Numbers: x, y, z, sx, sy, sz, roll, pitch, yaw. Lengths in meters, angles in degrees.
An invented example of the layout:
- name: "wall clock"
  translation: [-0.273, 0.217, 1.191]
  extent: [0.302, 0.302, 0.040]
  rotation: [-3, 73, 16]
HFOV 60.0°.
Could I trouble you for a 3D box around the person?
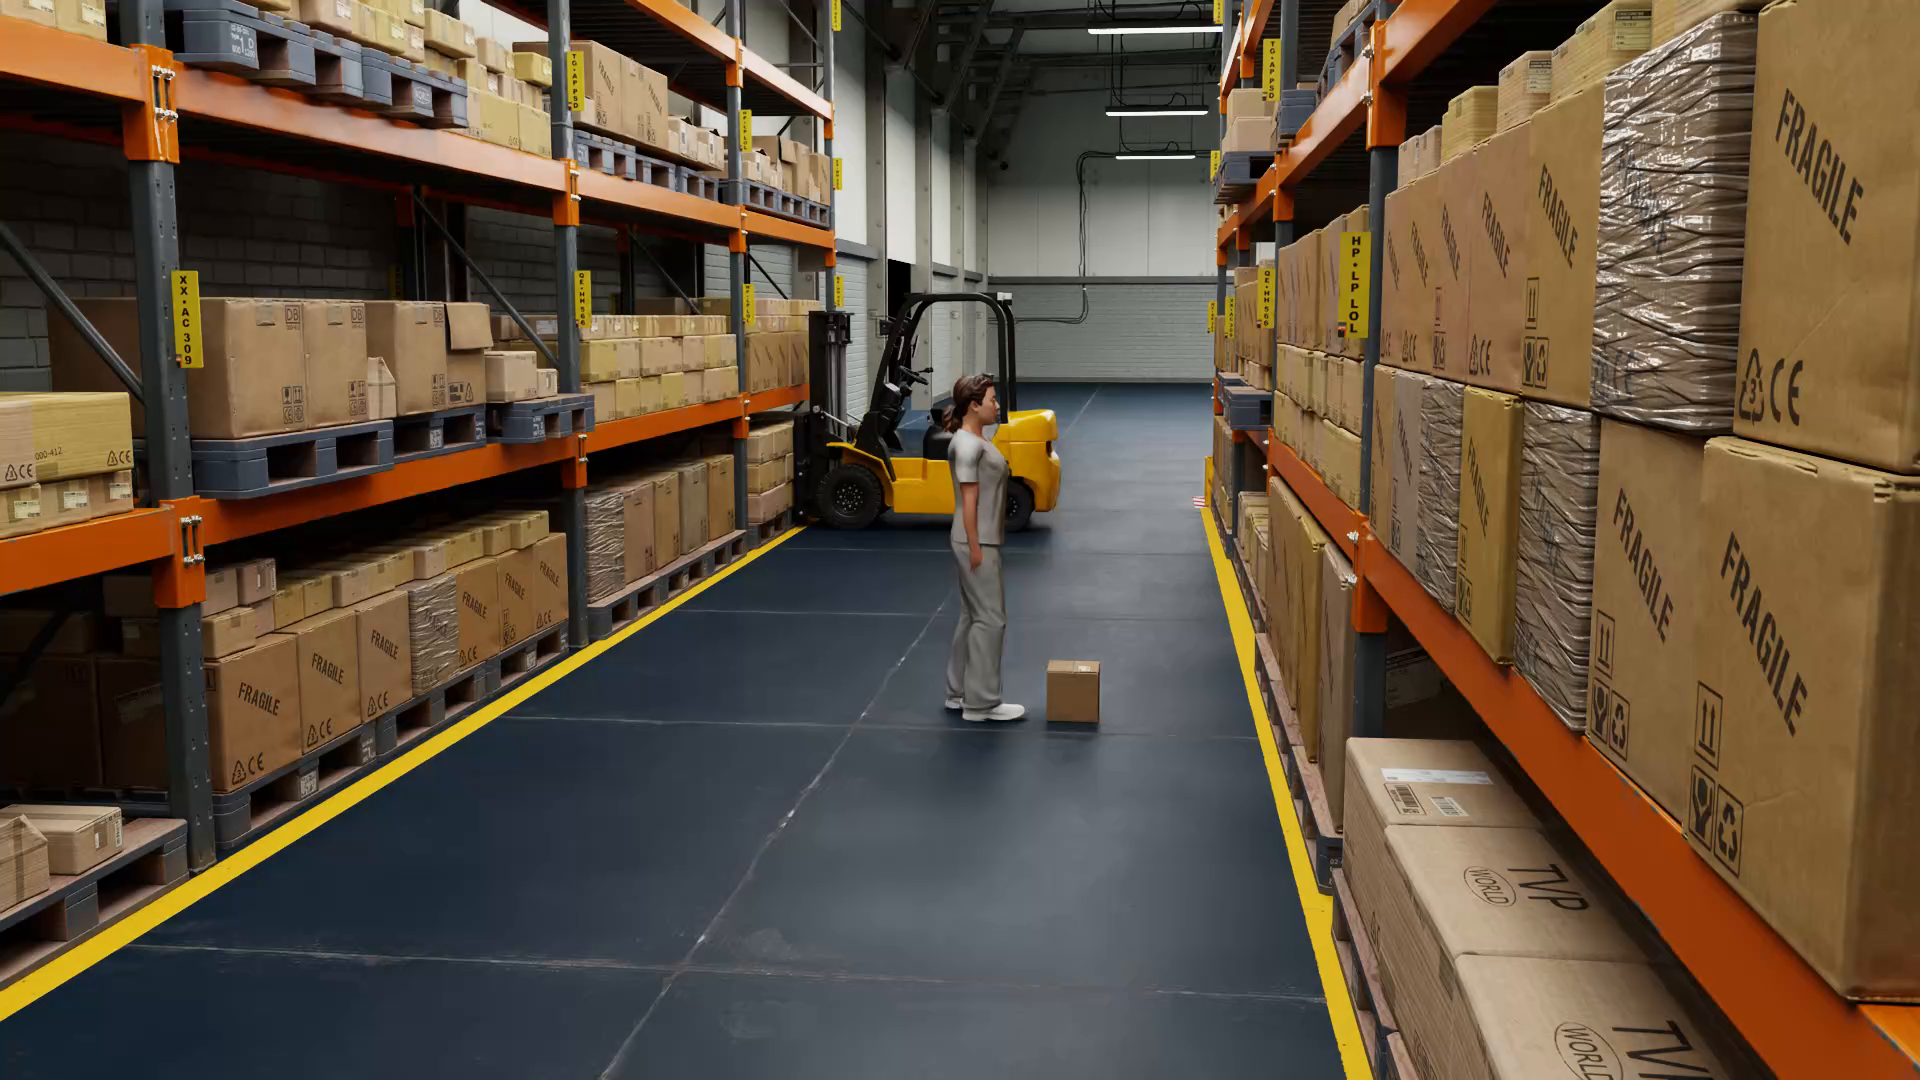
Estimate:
- name: "person"
  translation: [0.114, 0.036, 8.092]
  extent: [0.432, 1.676, 0.436]
  rotation: [1, 8, 7]
